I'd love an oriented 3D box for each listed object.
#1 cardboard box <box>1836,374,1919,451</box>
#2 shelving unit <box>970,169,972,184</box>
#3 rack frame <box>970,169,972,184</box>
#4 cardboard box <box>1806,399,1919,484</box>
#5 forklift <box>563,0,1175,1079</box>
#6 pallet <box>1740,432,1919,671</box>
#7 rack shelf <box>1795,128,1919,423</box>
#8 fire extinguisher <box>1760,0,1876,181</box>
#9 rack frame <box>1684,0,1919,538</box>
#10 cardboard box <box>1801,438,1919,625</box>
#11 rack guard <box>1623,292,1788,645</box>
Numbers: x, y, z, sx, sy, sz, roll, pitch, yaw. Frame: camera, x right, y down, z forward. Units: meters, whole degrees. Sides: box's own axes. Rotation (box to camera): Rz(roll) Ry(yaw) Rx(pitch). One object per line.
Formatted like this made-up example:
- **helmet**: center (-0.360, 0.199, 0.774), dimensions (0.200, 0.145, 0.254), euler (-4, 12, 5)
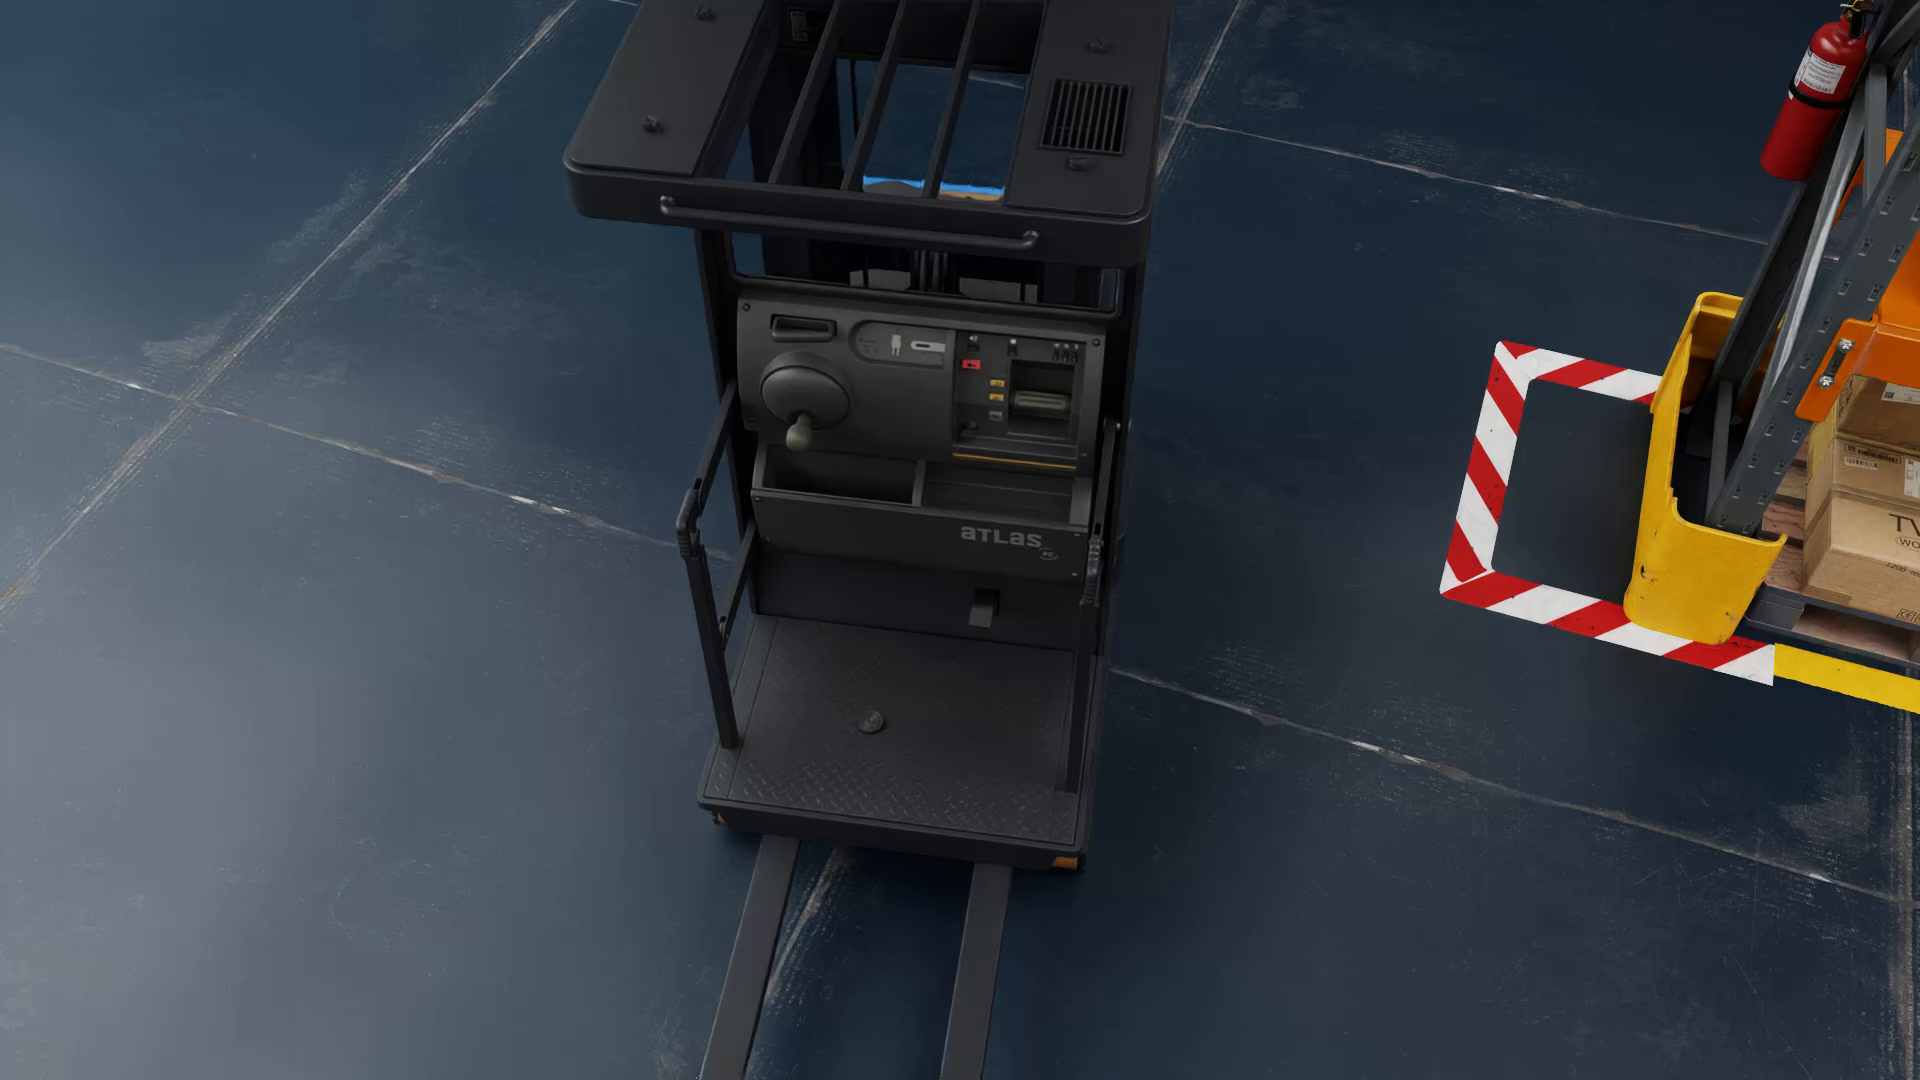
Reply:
- **cardboard box**: center (3.187, -0.629, 5.355), dimensions (0.500, 0.500, 0.500), euler (16, 51, 13)
- **shelving unit**: center (0.122, -0.867, 5.905), dimensions (0.210, 0.900, 0.258), euler (6, 49, 6)
- **rack frame**: center (0.022, -0.878, 5.915), dimensions (0.006, 0.900, 0.240), euler (6, 49, 6)
- **cardboard box**: center (3.186, -0.381, 5.637), dimensions (0.500, 0.250, 0.500), euler (16, 51, 13)
- **forklift**: center (-0.134, -0.290, 4.061), dimensions (1.130, 2.935, 3.031), euler (7, 49, 6)
- **pallet**: center (3.313, 0.008, 5.603), dimensions (1.213, 0.211, 1.003), euler (16, 51, 13)
- **rack shelf**: center (4.457, -0.316, 4.515), dimensions (4.000, 0.370, 1.077), euler (16, 51, 13)
- **fire extinguisher**: center (2.631, -1.410, 5.039), dimensions (0.183, 0.674, 0.296), euler (16, 51, 13)
- **rack frame**: center (2.581, -1.075, 4.697), dimensions (0.127, 3.000, 1.000), euler (16, 51, 13)
- **cardboard box**: center (3.007, -0.014, 5.319), dimensions (0.500, 0.250, 0.500), euler (16, 51, 13)
- **rack guard**: center (2.558, -0.263, 5.647), dimensions (0.348, 0.500, 1.175), euler (16, 51, 13)
